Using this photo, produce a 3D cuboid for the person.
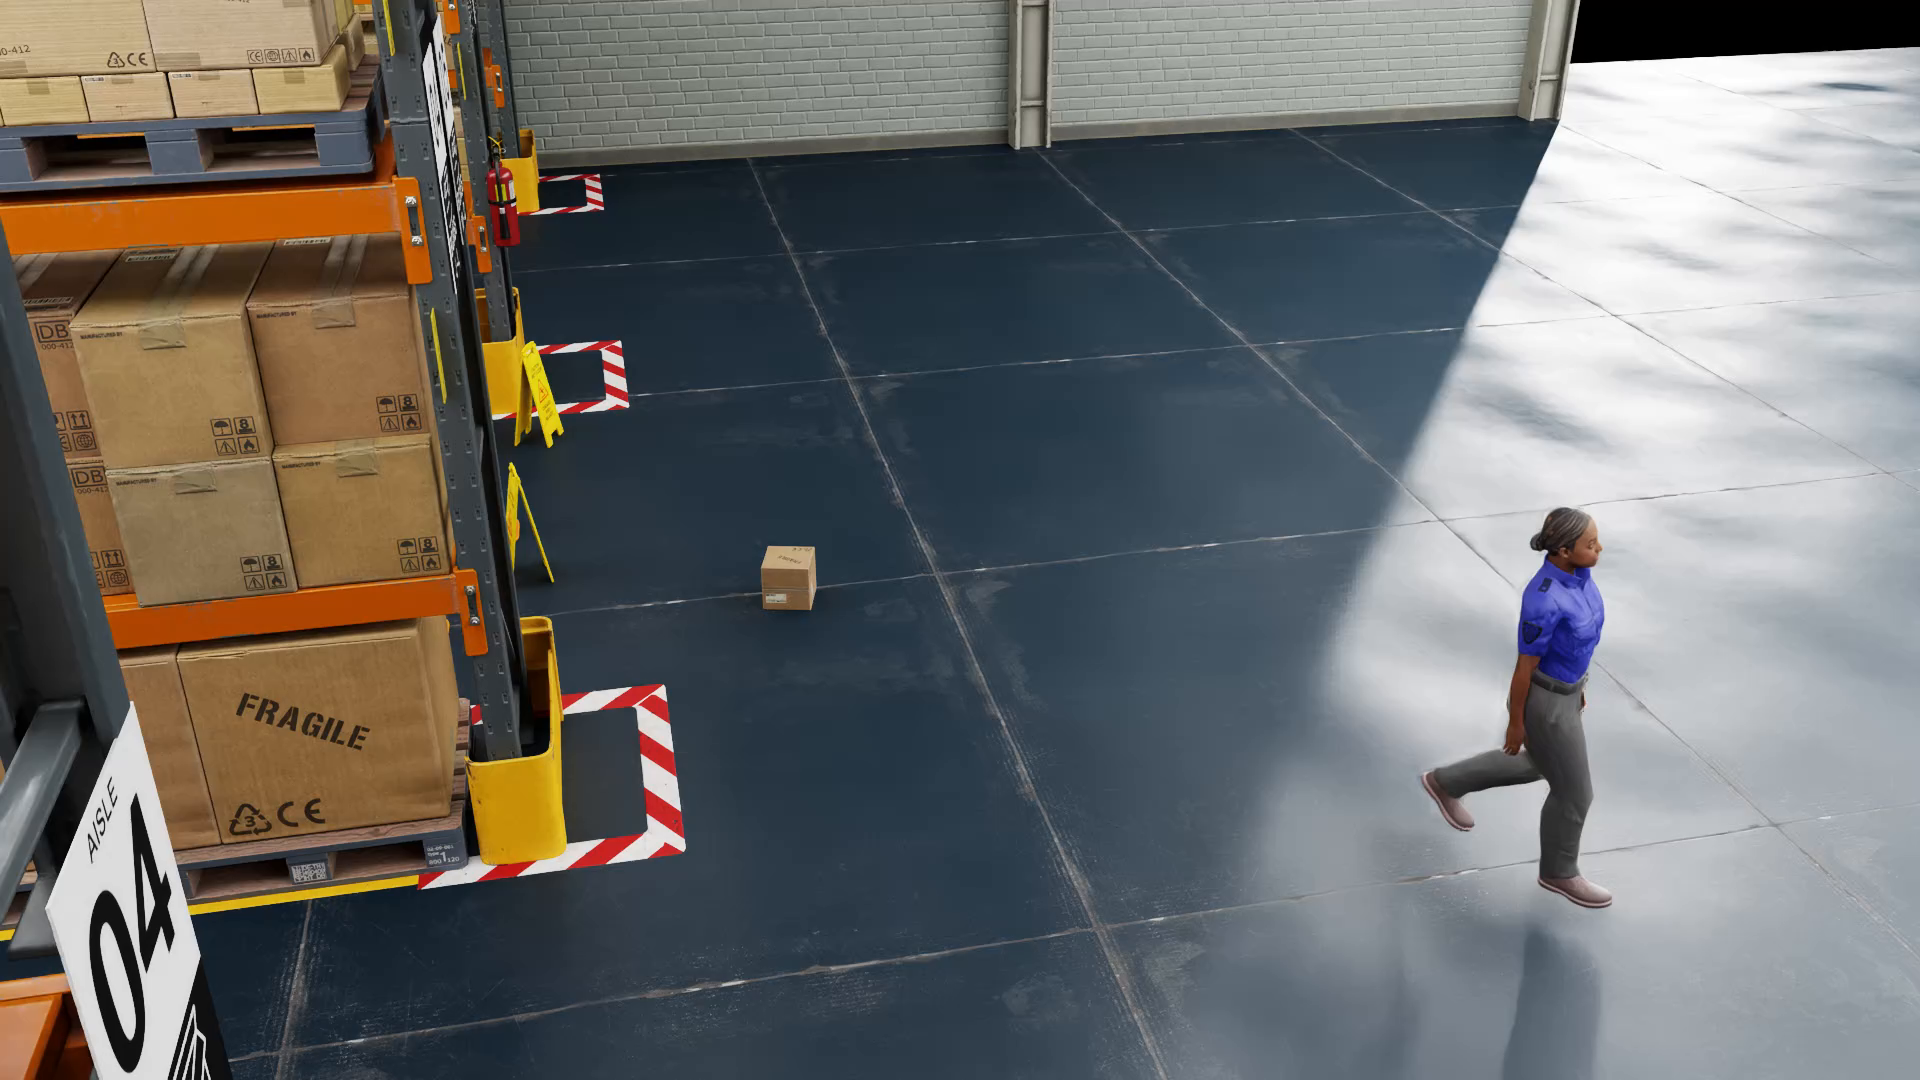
[{"bbox_3d":[2.244,0.595,6.429,0.838,1.620,0.455,16,31,28],"label":"person"}]
